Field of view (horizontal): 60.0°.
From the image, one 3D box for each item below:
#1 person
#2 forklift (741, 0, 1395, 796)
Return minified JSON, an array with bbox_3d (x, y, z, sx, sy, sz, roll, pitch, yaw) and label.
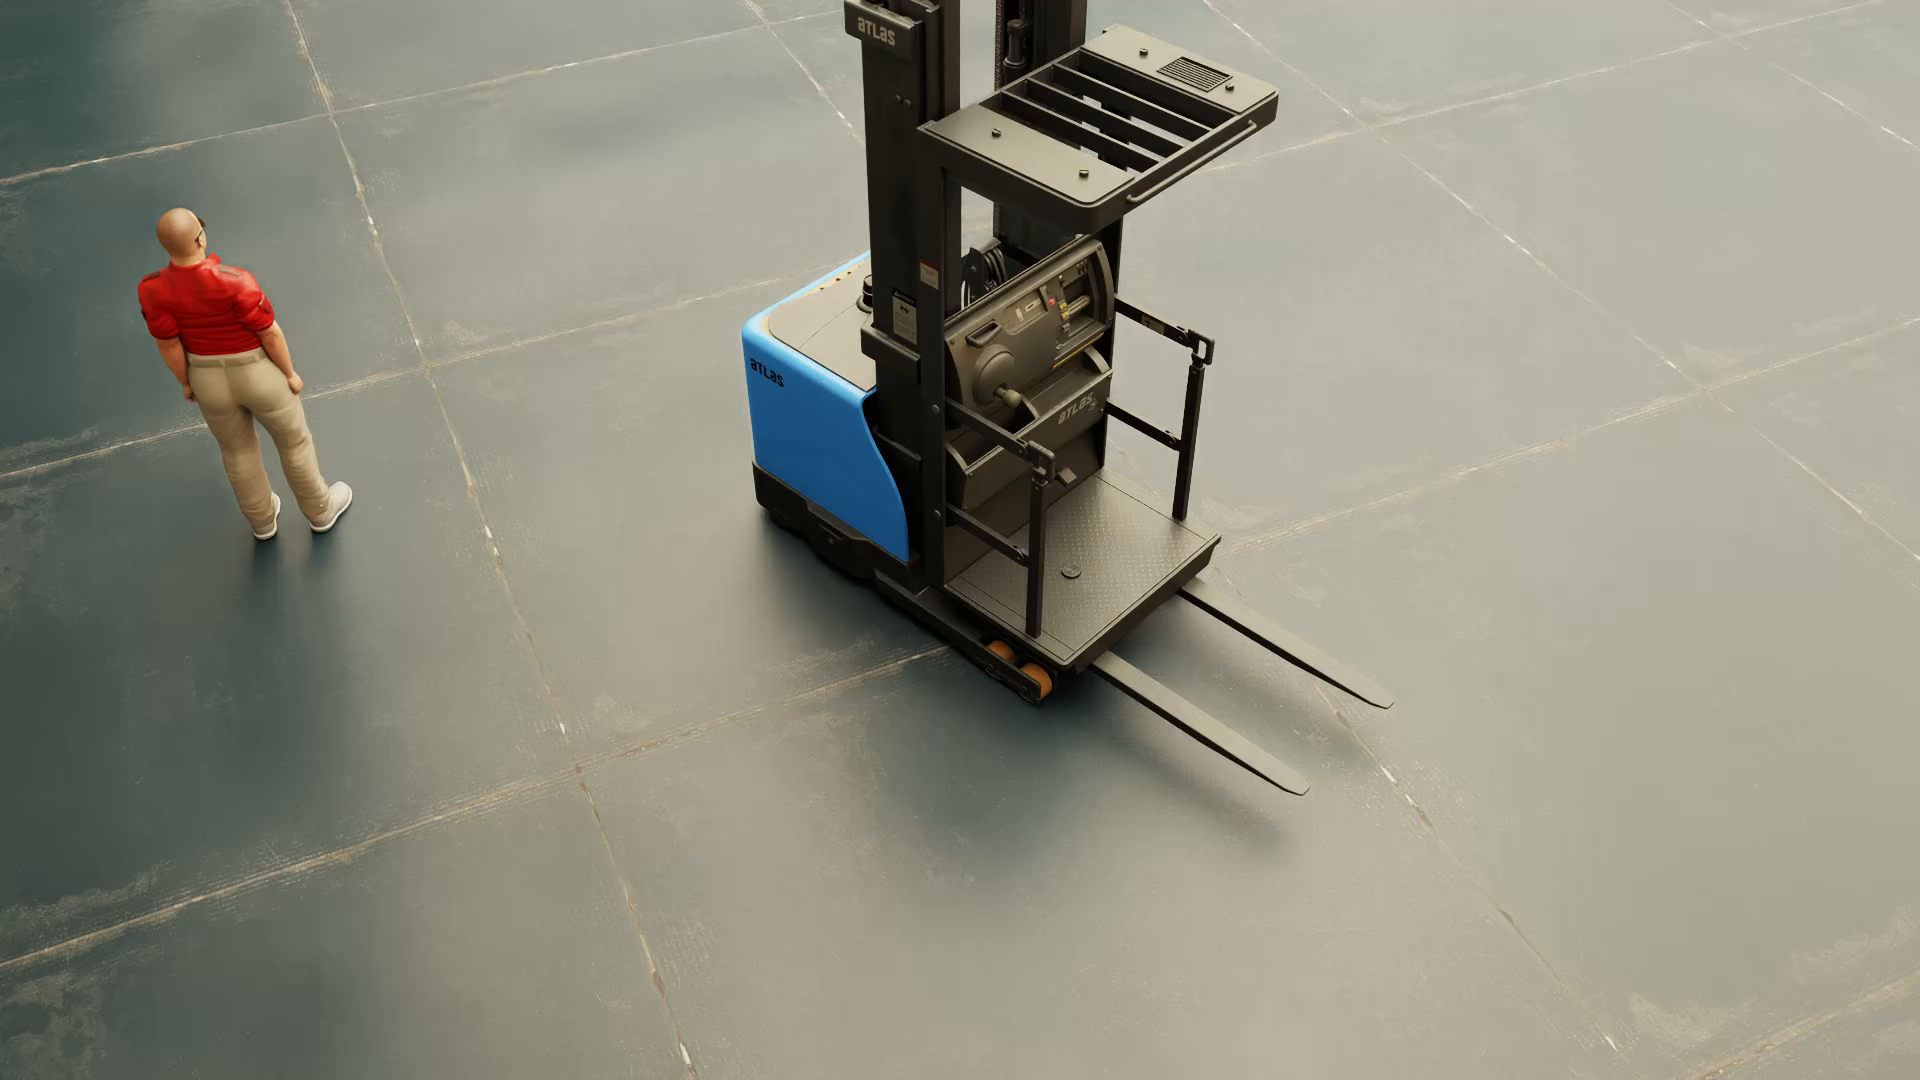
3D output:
[{"bbox_3d":[-3.181,-0.732,7.351,0.519,1.728,0.385,-5,43,-5],"label":"person"},{"bbox_3d":[0.445,-0.788,6.525,3.031,2.935,1.130,32,52,30],"label":"forklift"}]
